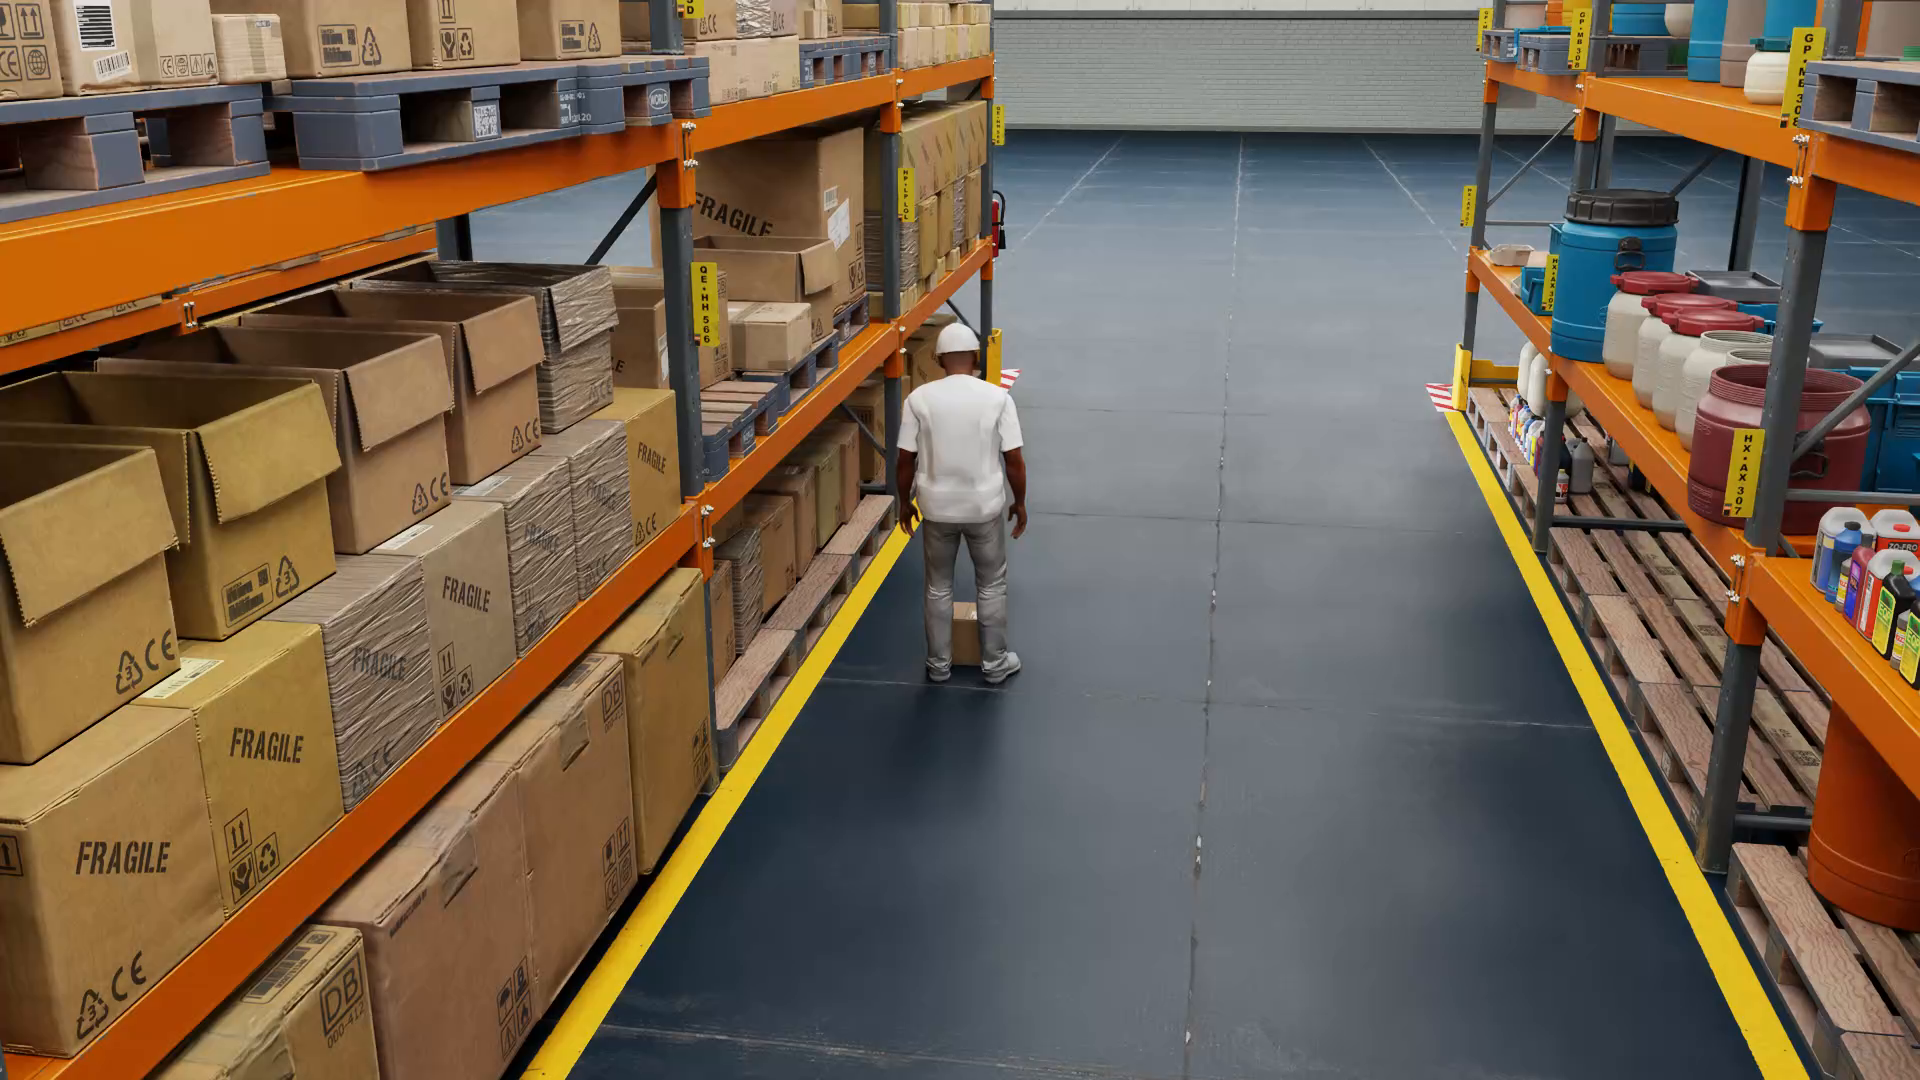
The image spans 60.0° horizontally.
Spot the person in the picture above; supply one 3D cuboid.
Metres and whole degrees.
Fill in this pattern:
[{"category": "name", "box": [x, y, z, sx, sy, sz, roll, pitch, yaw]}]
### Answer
[{"category": "person", "box": [0.010, -0.169, 8.052, 0.629, 1.759, 0.467, 2, 18, 6]}]
